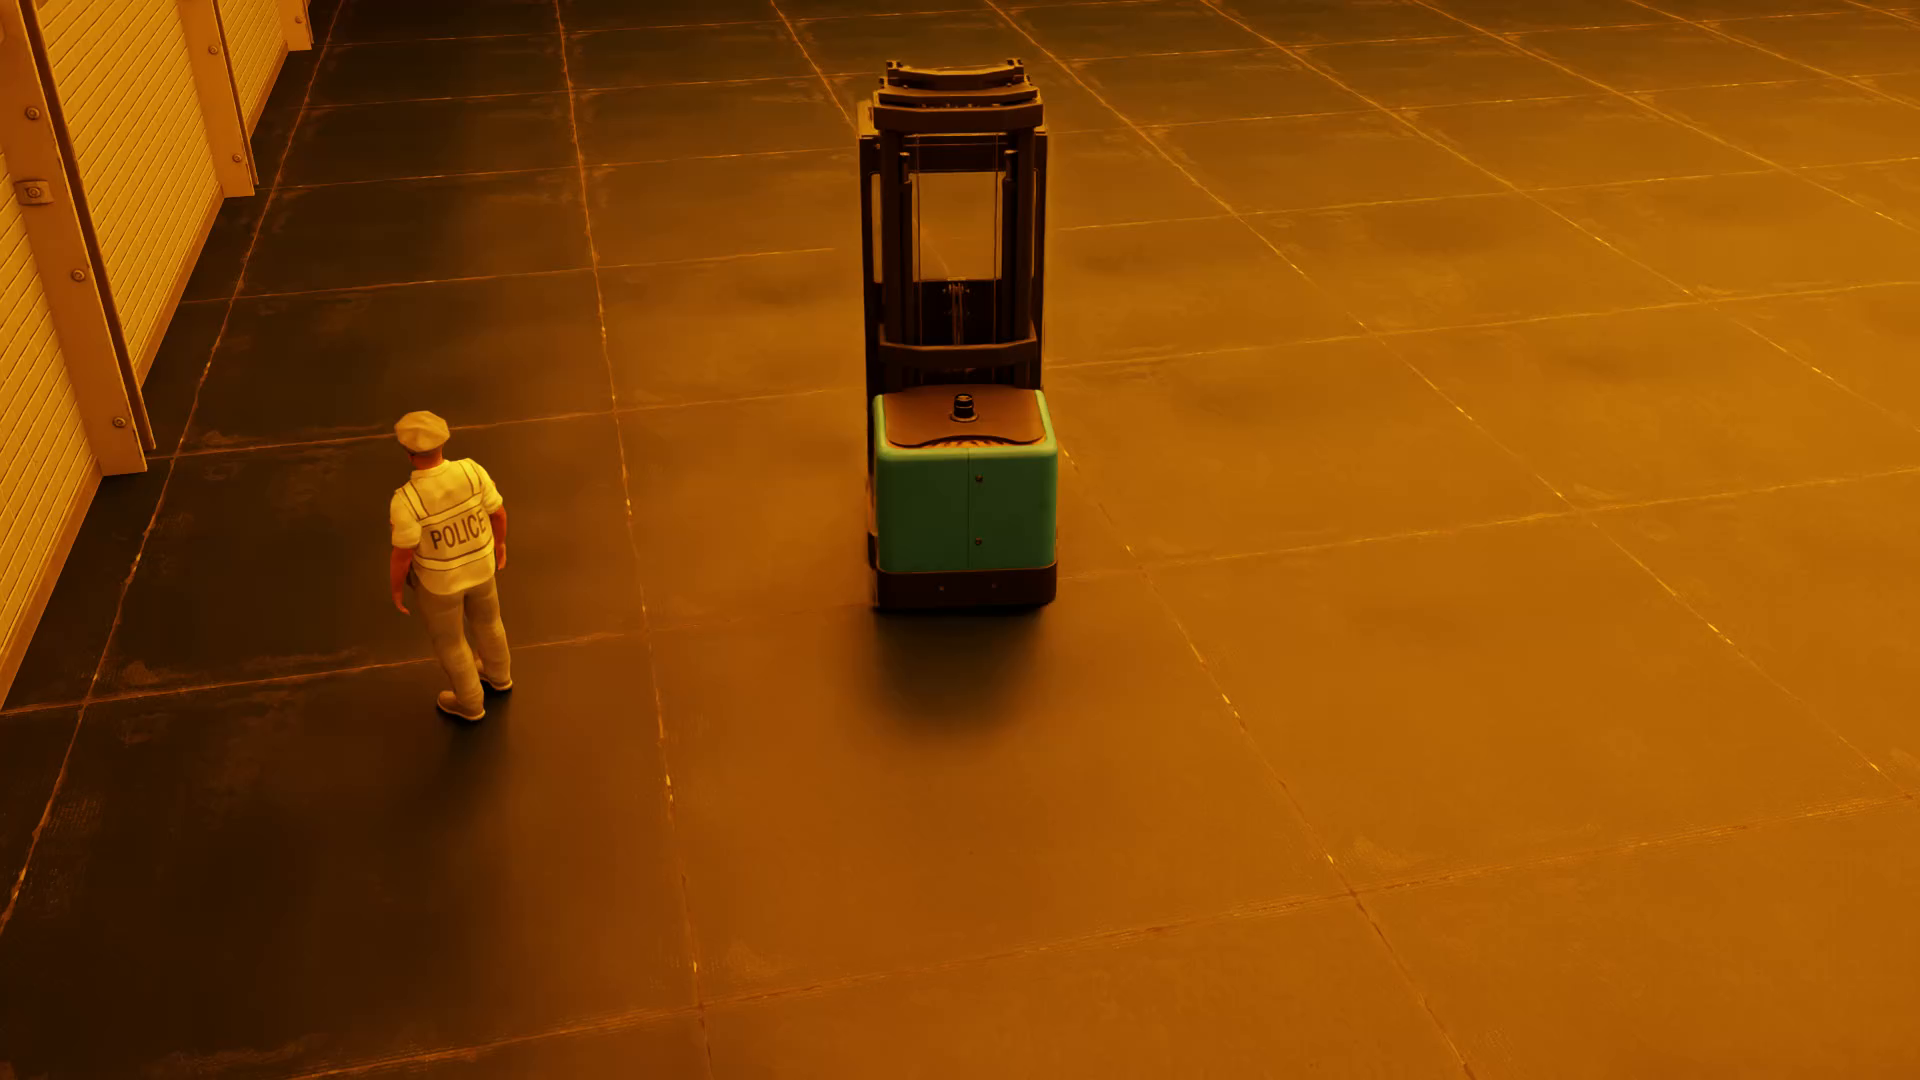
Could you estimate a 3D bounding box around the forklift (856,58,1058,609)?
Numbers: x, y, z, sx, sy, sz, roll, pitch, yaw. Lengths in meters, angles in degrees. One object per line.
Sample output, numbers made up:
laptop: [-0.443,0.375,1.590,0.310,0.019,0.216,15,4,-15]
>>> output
forklift: [-0.059,-1.577,10.299,1.130,2.935,3.031,-2,30,-3]
